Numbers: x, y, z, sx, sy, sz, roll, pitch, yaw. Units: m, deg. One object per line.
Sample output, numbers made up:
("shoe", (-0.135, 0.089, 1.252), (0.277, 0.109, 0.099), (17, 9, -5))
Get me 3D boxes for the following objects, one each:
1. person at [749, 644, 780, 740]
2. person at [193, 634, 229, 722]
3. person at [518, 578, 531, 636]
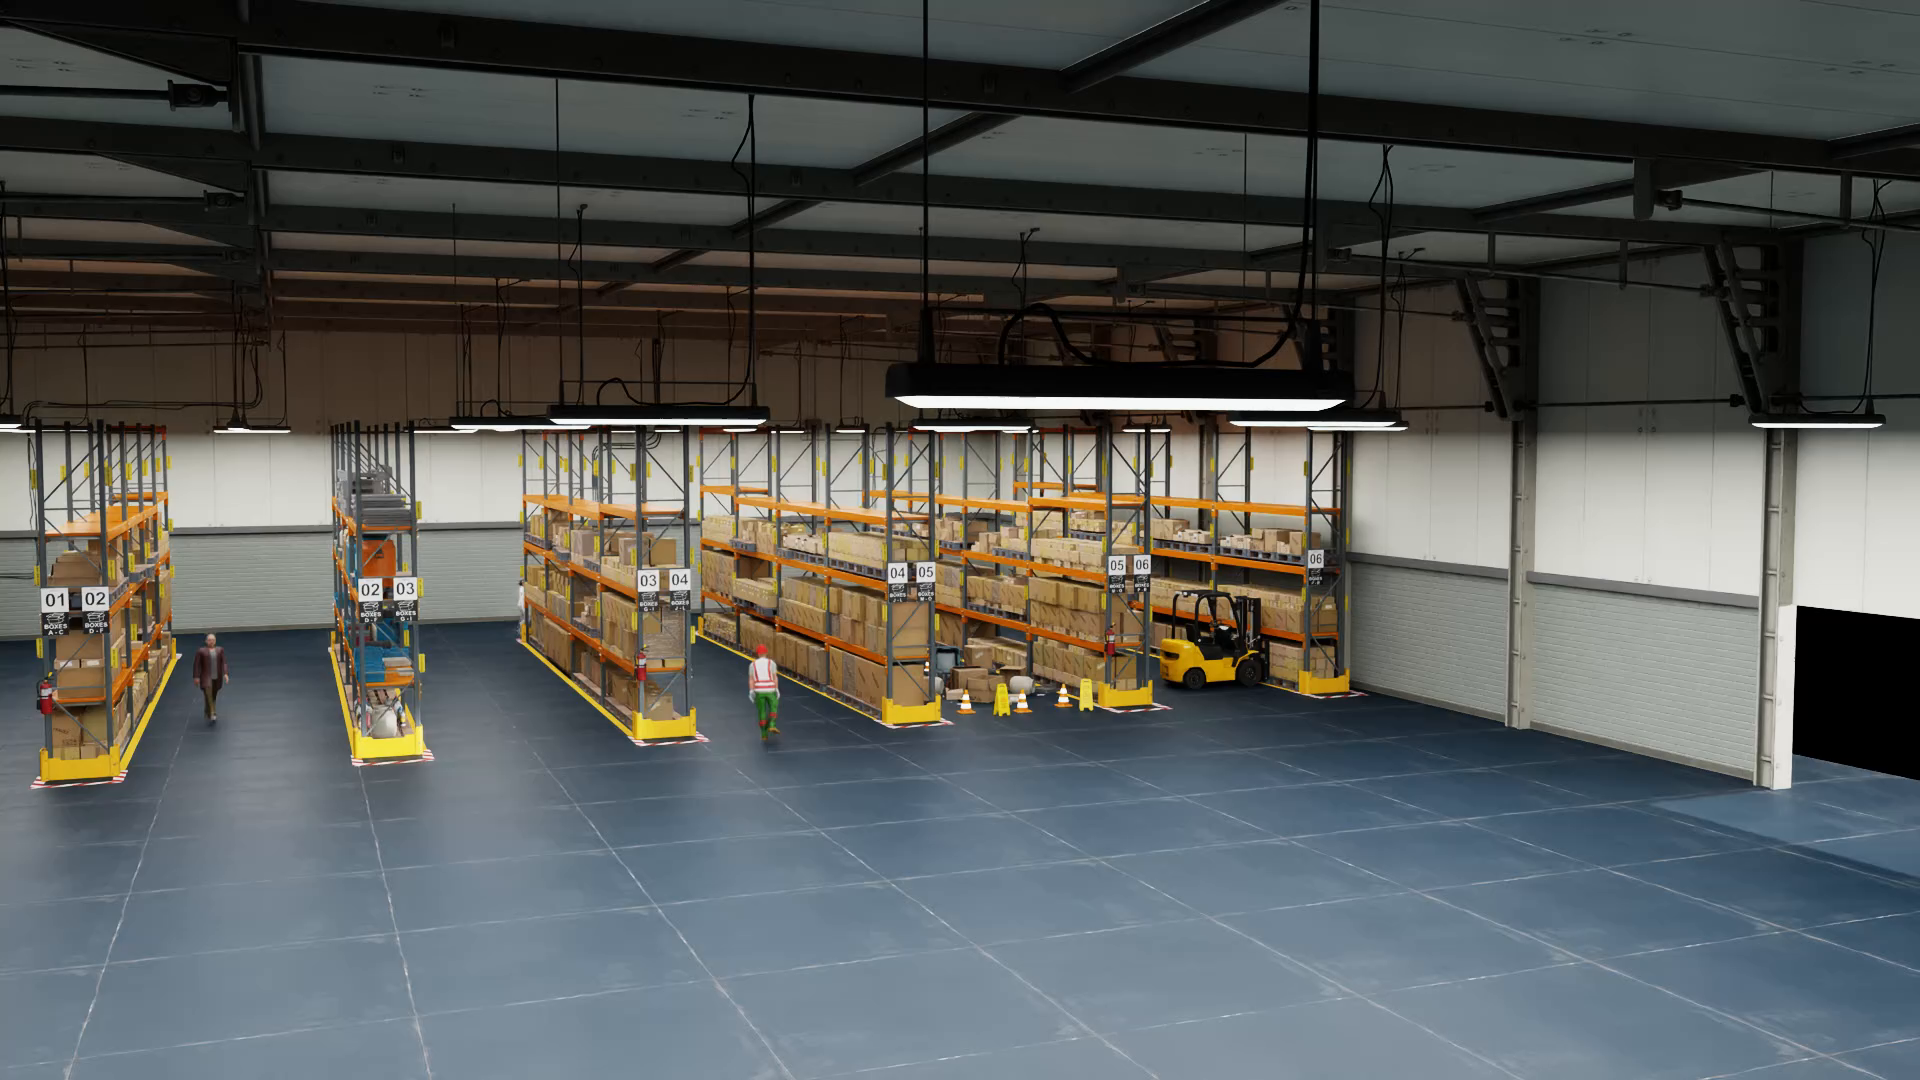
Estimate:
("person", (-3.693, 2.865, 31.366), (0.571, 1.779, 0.504), (-1, 4, -9))
("person", (-14.959, 2.751, 33.294), (1.106, 1.729, 0.603), (3, 5, 40))
("person", (-12.420, 1.911, 47.384), (0.396, 1.690, 0.510), (-2, 4, -23))
